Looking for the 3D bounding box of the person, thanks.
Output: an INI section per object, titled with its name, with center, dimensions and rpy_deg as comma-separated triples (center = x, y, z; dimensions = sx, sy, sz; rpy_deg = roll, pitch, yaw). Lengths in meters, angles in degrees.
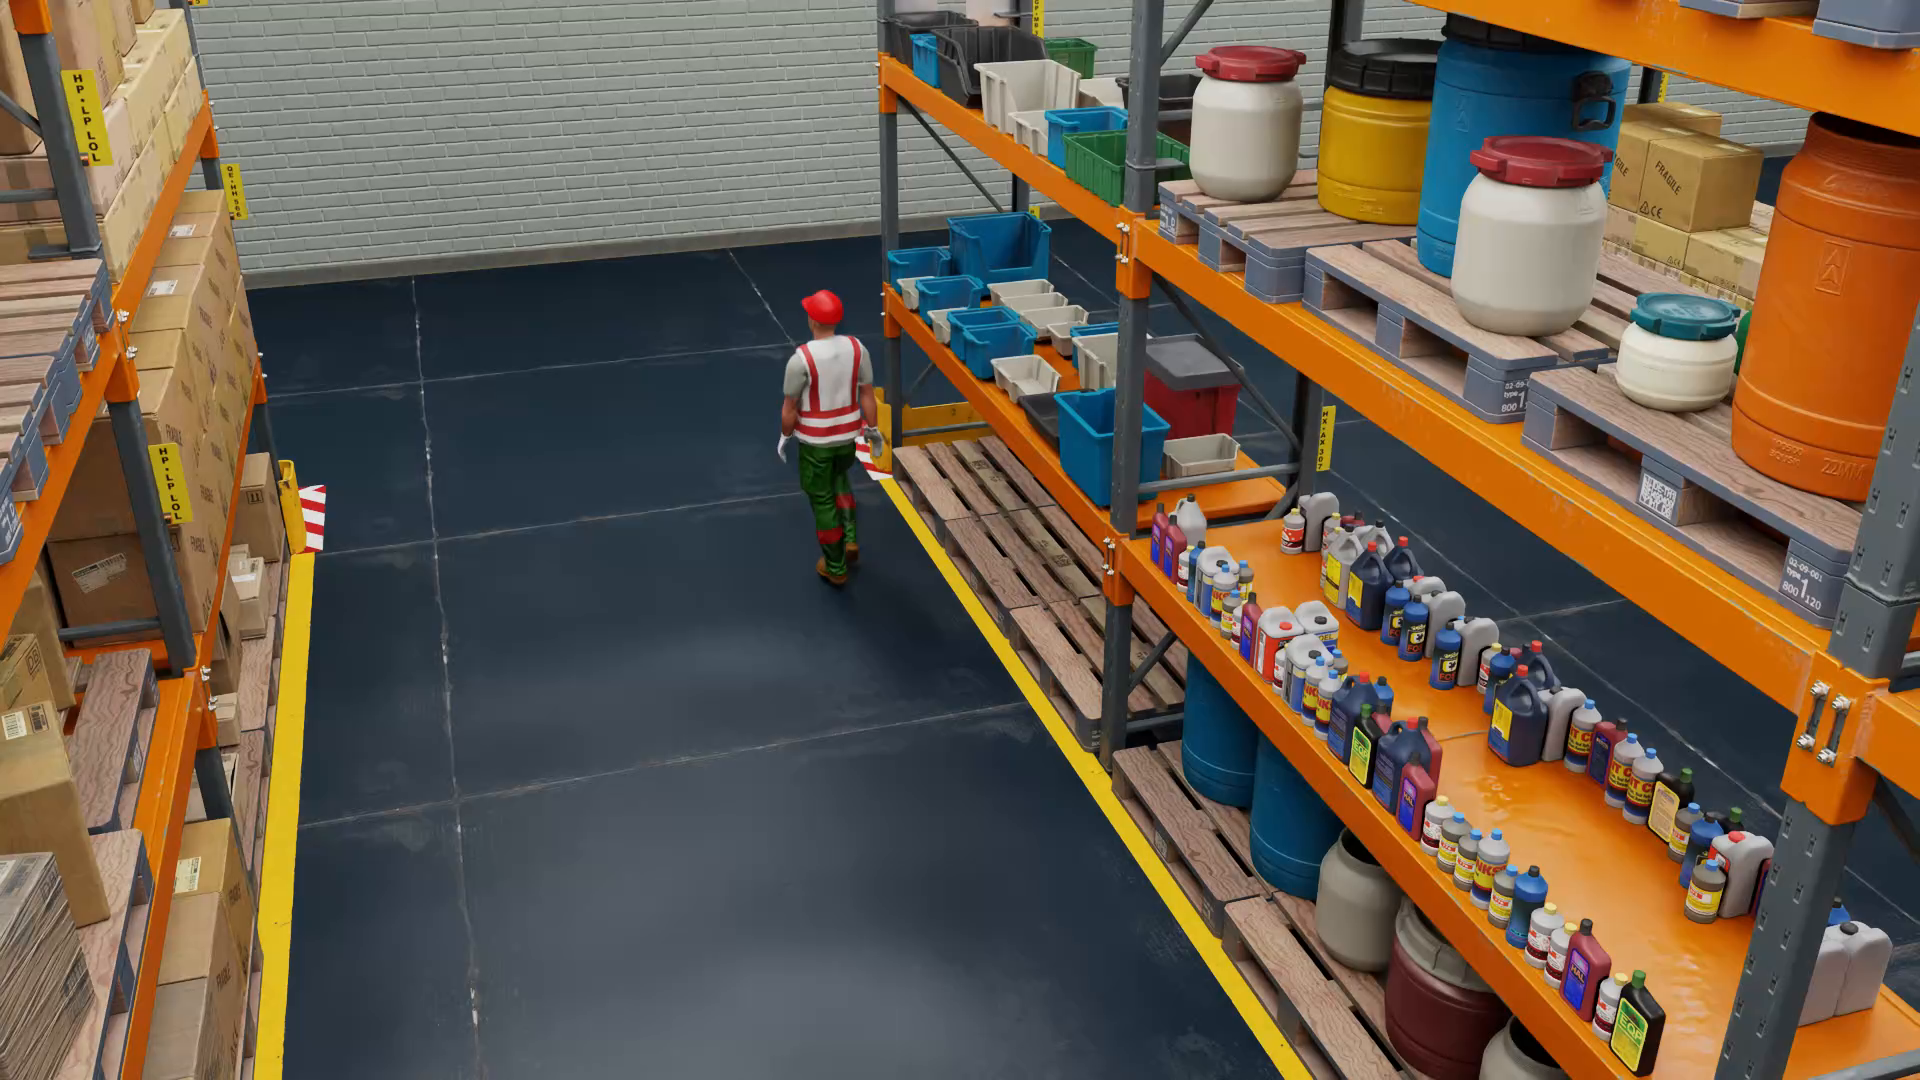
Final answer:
[person]
center = -0.784, -0.611, 9.801
dimensions = 0.591, 1.819, 0.480
rpy_deg = -16, 30, -30
